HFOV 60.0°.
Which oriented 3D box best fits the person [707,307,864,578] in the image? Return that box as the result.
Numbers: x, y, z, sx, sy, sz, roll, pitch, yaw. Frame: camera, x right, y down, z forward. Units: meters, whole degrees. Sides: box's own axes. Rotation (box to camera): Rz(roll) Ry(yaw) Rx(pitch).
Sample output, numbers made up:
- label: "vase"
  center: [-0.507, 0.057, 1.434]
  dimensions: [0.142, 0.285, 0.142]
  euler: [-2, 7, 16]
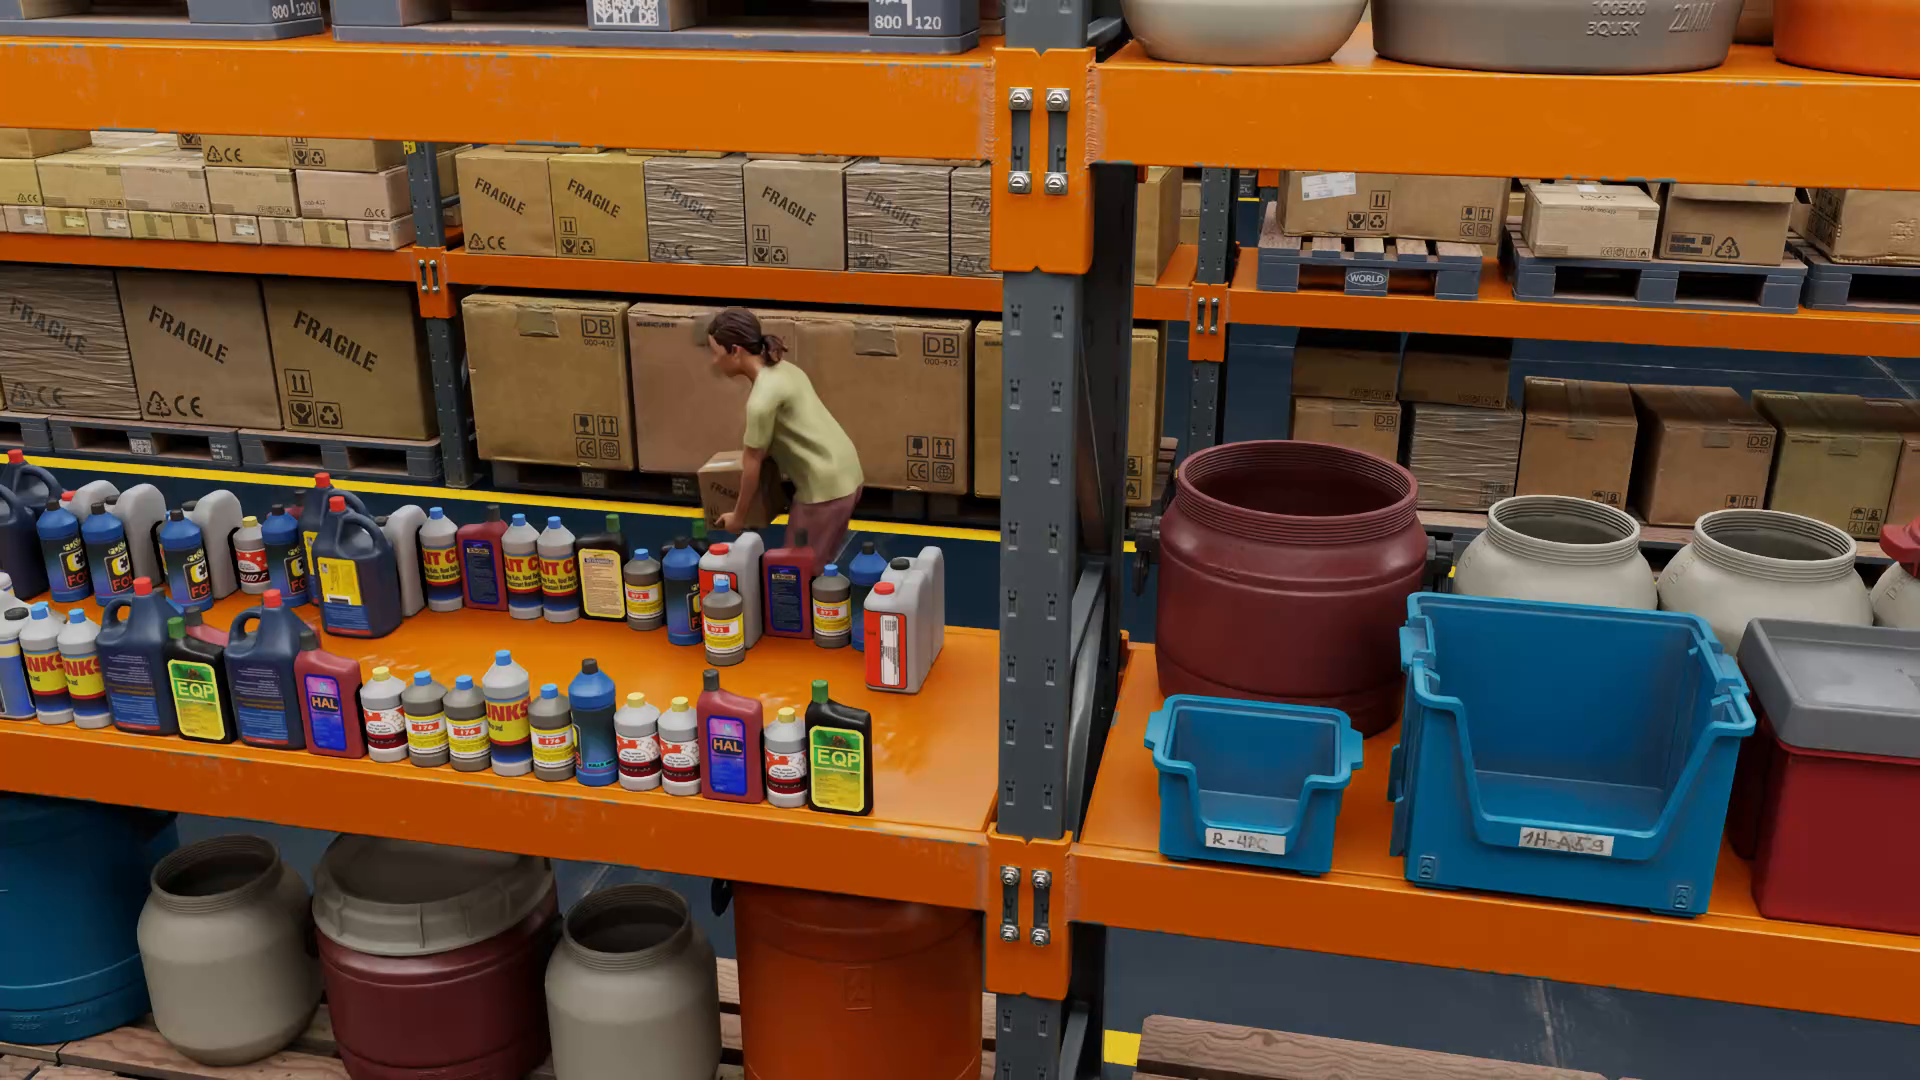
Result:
- label: "person"
  center: [-0.679, -0.147, 6.608]
  dimensions: [0.582, 1.571, 0.412]
  euler: [4, 22, 10]
